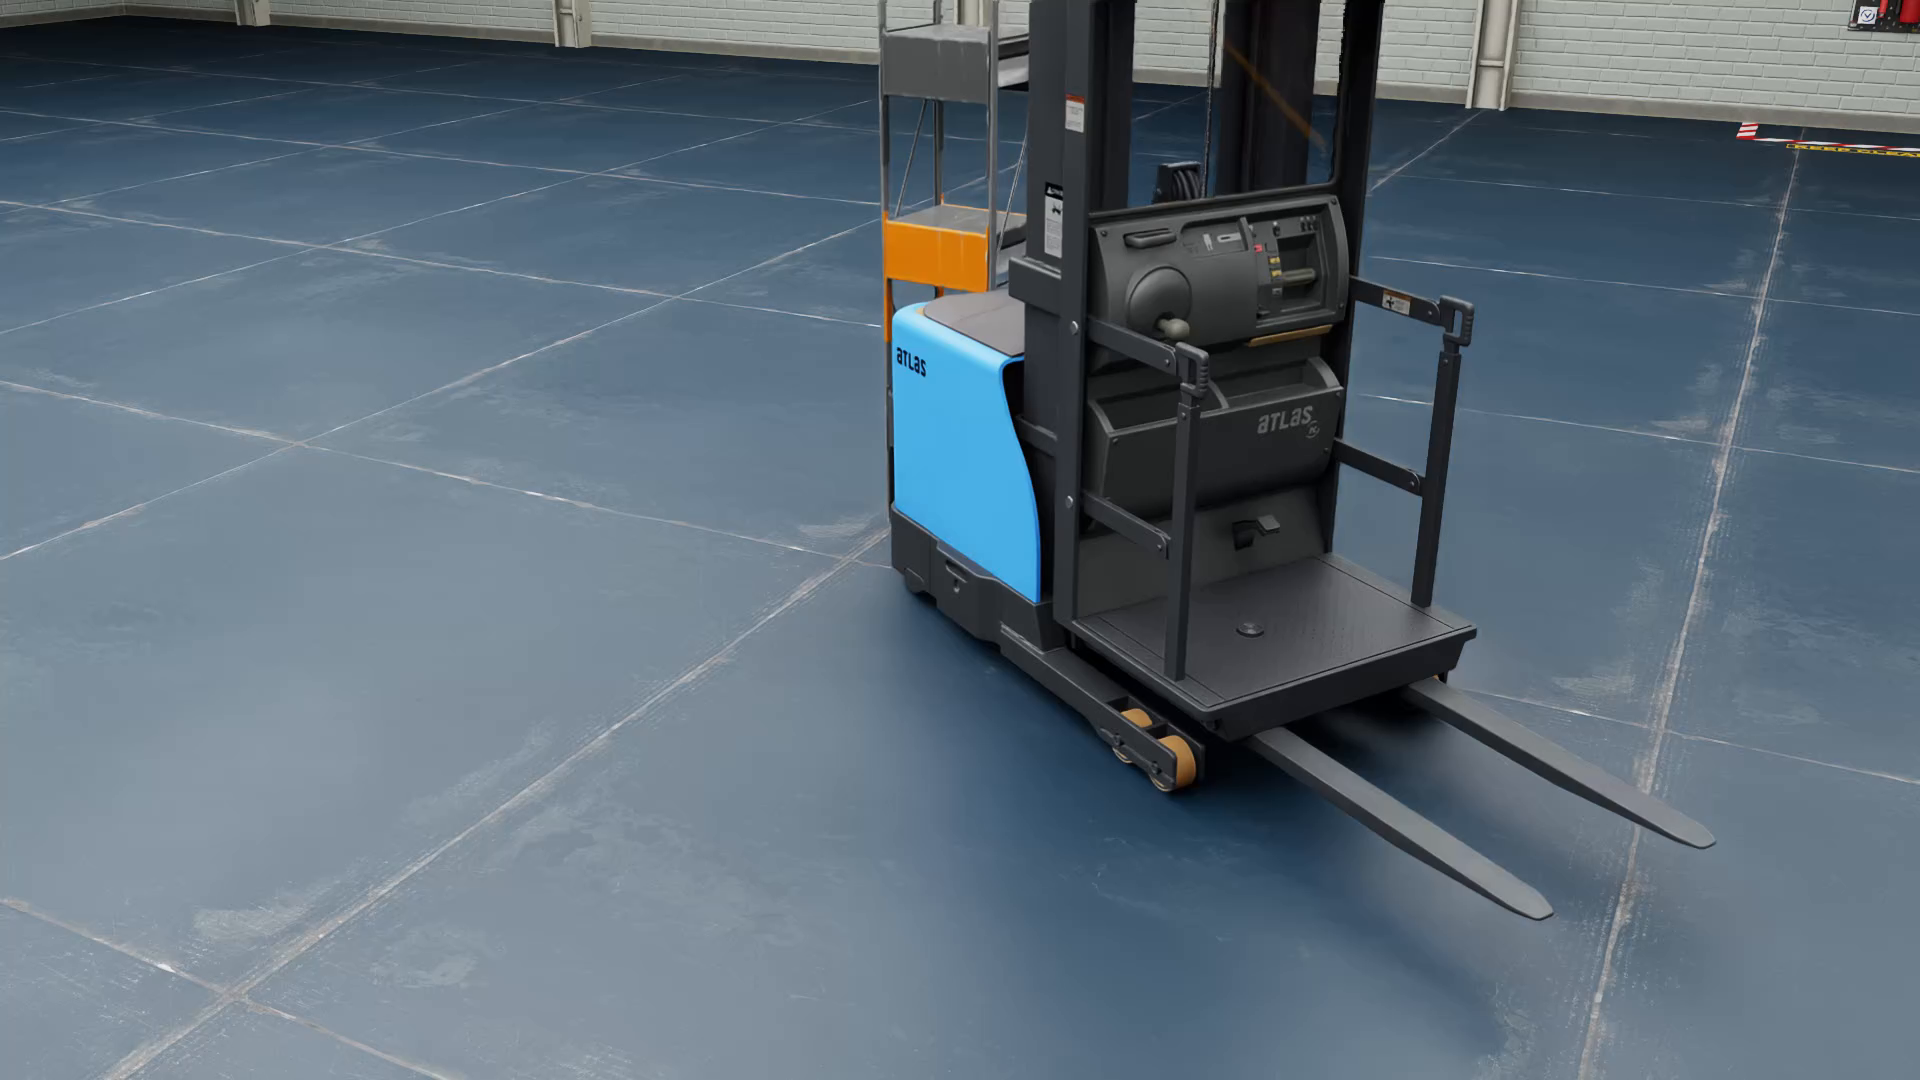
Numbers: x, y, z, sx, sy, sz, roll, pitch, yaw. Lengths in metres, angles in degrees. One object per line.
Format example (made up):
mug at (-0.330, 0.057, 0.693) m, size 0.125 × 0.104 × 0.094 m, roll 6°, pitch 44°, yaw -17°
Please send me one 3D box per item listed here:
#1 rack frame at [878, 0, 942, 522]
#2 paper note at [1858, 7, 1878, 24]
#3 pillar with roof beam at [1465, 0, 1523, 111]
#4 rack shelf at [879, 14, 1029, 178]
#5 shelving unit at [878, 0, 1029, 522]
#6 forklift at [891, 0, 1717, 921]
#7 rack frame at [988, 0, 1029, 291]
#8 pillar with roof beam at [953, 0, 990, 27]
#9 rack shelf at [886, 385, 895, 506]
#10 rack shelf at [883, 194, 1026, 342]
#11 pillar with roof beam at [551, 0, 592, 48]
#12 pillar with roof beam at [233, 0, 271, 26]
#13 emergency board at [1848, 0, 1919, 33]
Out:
rack frame at (-0.188, -1.106, 6.668) m, size 0.015 × 2.100 × 0.400 m, roll 14°, pitch 27°, yaw 30°
paper note at (8.557, -4.947, 15.676) m, size 0.142 × 0.148 × 0.016 m, roll 11°, pitch 25°, yaw 25°
pillar with roof beam at (3.575, -7.164, 12.098) m, size 0.400 × 9.000 × 9.100 m, roll 11°, pitch 25°, yaw 25°
rack shelf at (0.016, -1.686, 6.277) m, size 0.480 × 0.518 × 0.431 m, roll 14°, pitch 27°, yaw 30°
shelving unit at (0.016, -1.054, 6.545) m, size 0.503 × 2.100 × 0.431 m, roll 14°, pitch 27°, yaw 30°
forklift at (0.919, -0.802, 4.890) m, size 1.130 × 2.935 × 3.031 m, roll -13°, pitch 26°, yaw -28°
rack frame at (0.220, -1.002, 6.423) m, size 0.015 × 2.100 × 0.400 m, roll 14°, pitch 27°, yaw 30°
pillar with roof beam at (-1.779, -8.224, 14.589) m, size 0.400 × 9.000 × 9.100 m, roll 11°, pitch 25°, yaw 25°
rack shelf at (0.016, -0.397, 6.825) m, size 0.480 × 0.518 × 0.431 m, roll 14°, pitch 27°, yaw 30°
rack shelf at (0.016, -1.041, 6.551) m, size 0.480 × 0.518 × 0.431 m, roll 14°, pitch 27°, yaw 30°
pillar with roof beam at (-7.134, -9.283, 17.081) m, size 0.400 × 9.000 × 9.100 m, roll 11°, pitch 25°, yaw 25°
pillar with roof beam at (-12.488, -10.343, 19.572) m, size 0.400 × 9.000 × 9.100 m, roll 11°, pitch 25°, yaw 25°
emergency board at (8.684, -5.297, 15.374) m, size 0.643 × 1.169 × 0.194 m, roll 11°, pitch 25°, yaw 25°
